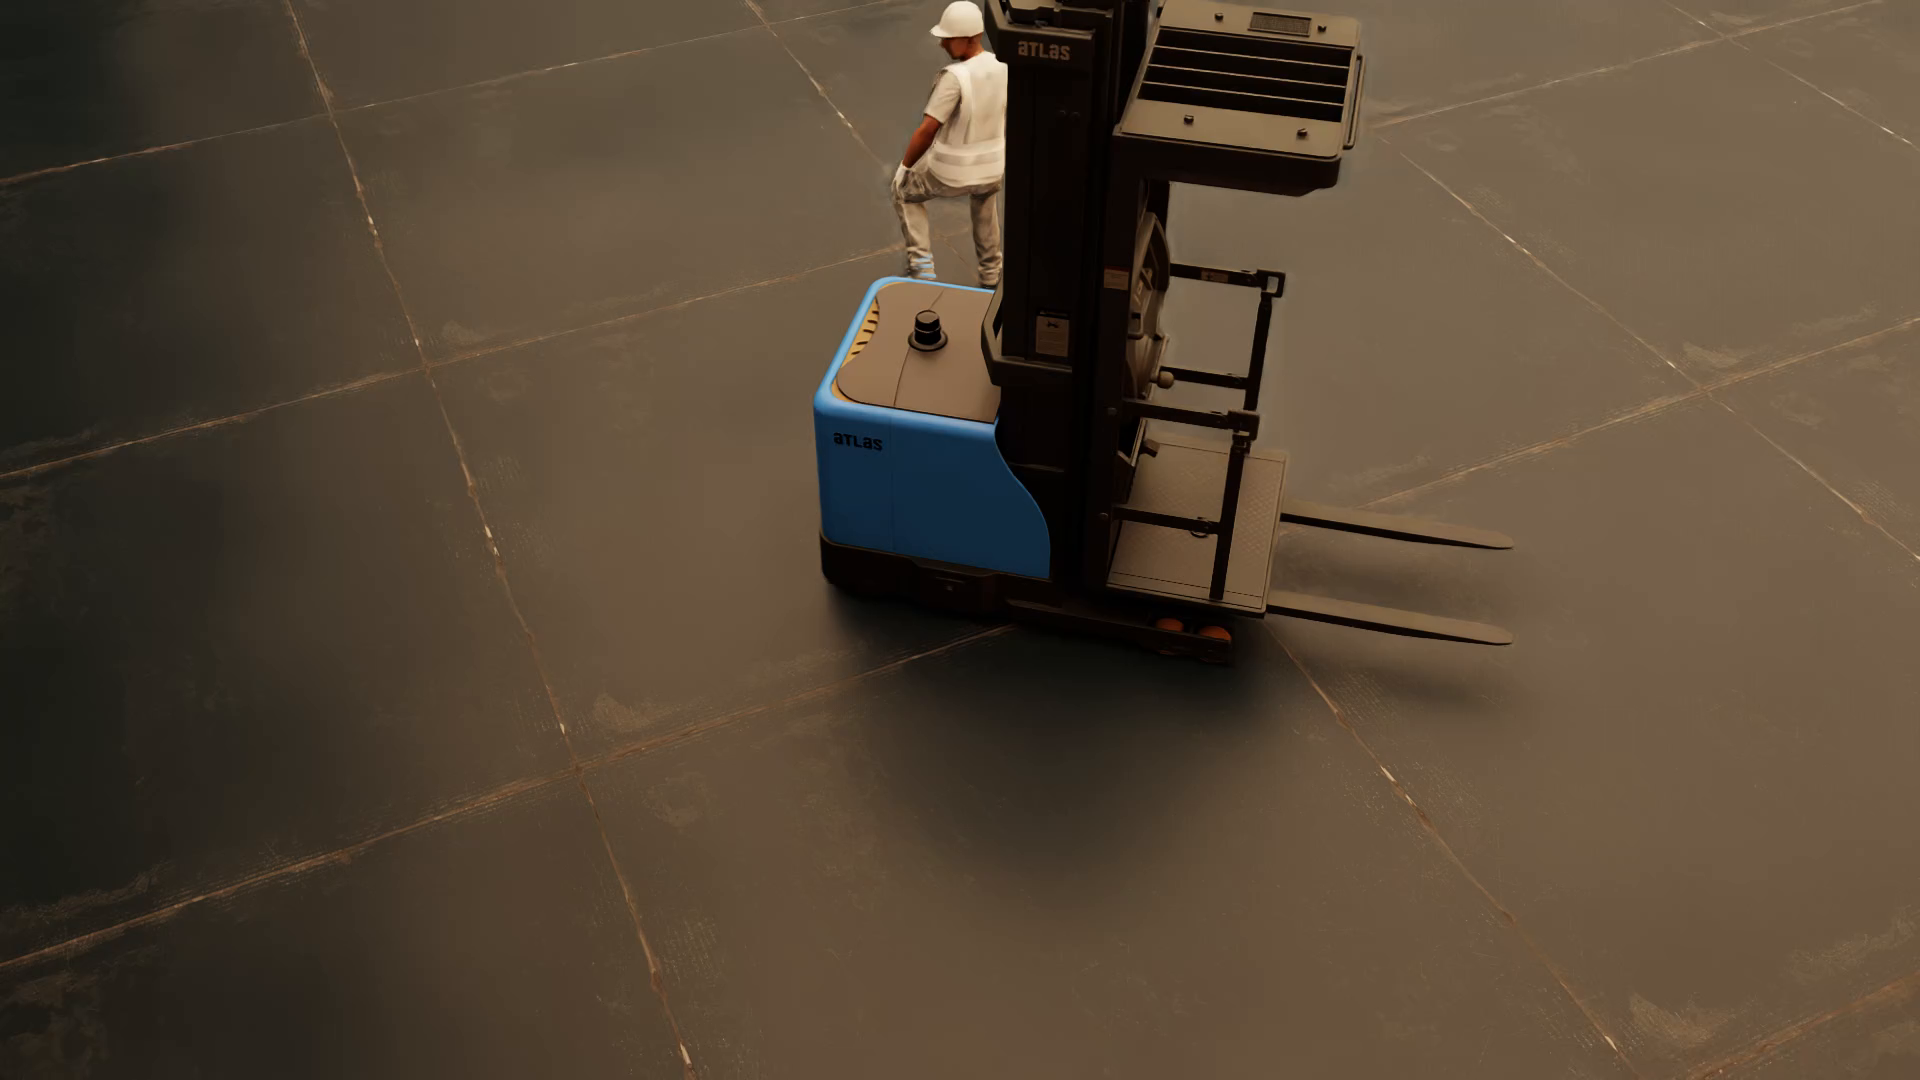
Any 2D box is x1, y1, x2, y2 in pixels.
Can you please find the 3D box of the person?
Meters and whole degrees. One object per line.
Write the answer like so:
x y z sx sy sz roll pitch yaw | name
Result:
-0.011 -2.040 8.814 0.922 1.667 0.556 -18 46 -19 | person

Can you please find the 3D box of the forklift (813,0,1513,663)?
0.946 -0.938 6.686 3.031 2.935 1.130 10 44 10 | forklift
